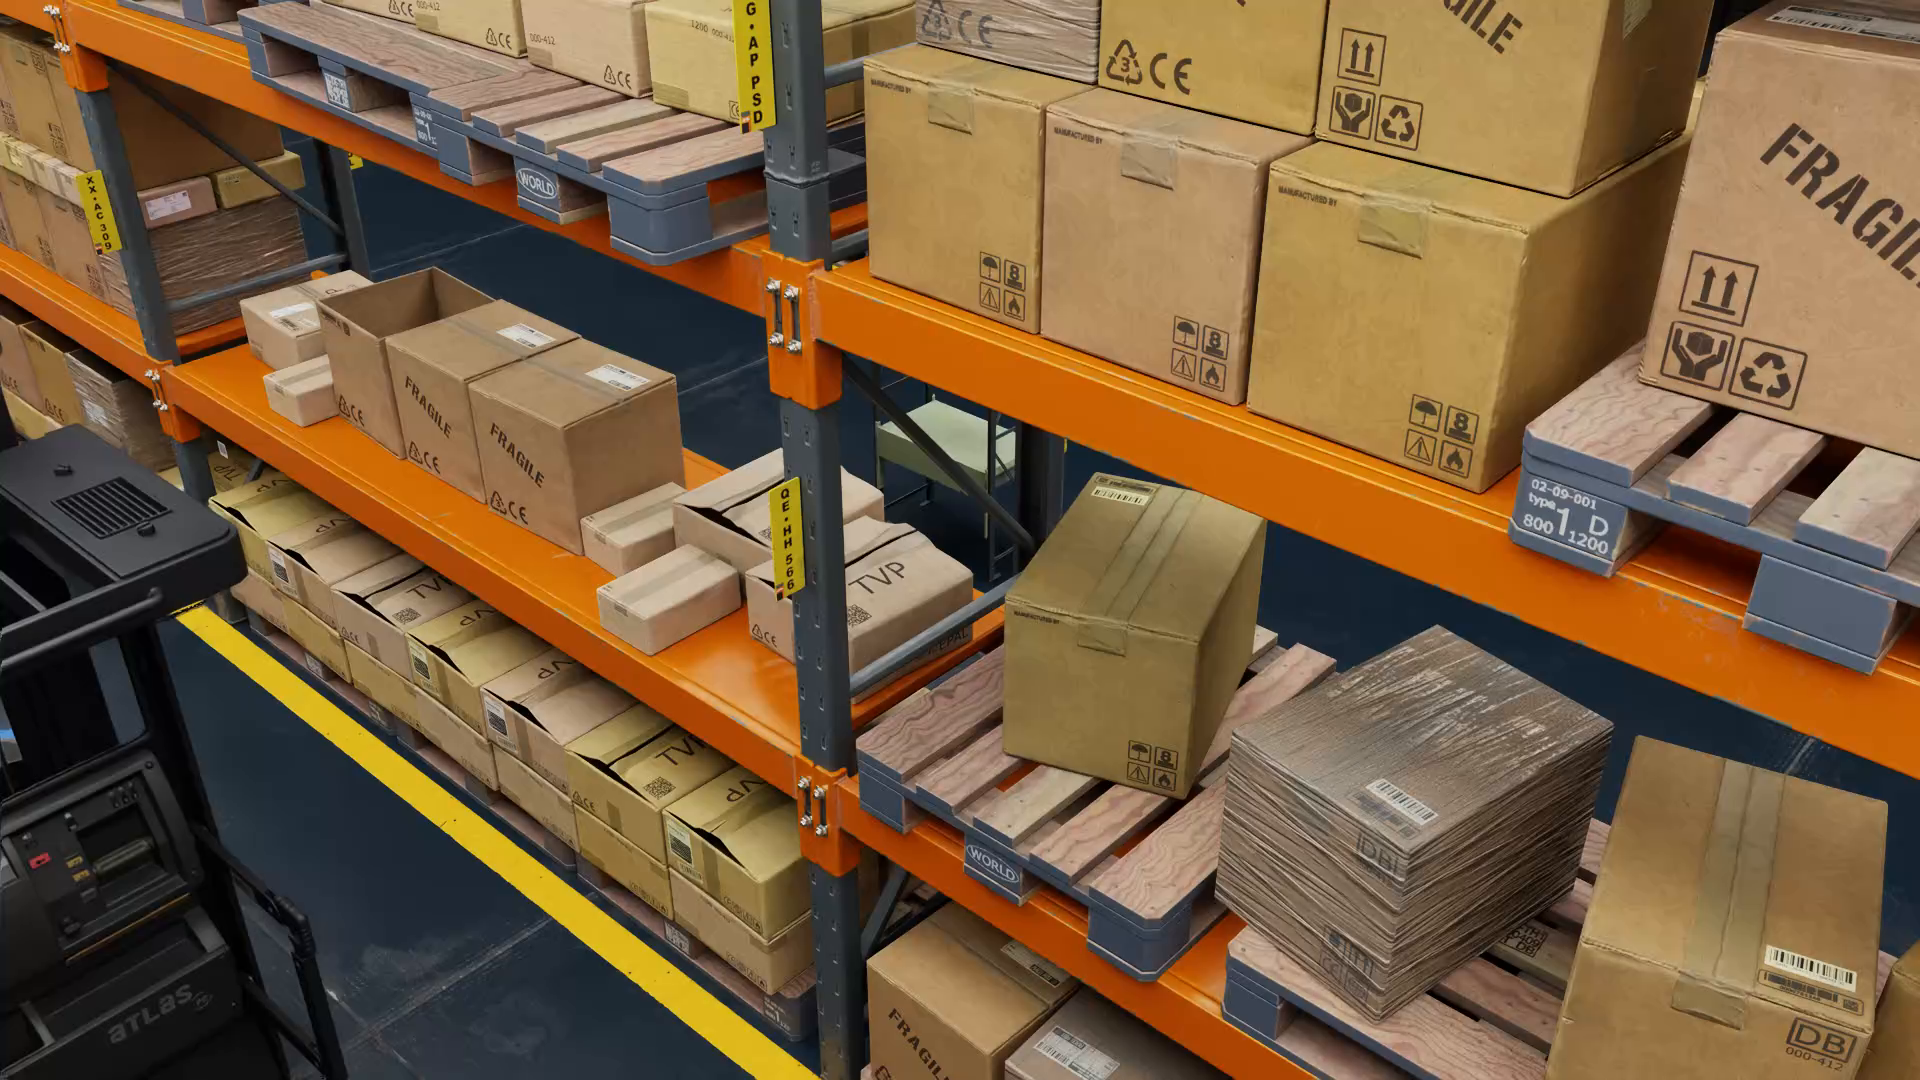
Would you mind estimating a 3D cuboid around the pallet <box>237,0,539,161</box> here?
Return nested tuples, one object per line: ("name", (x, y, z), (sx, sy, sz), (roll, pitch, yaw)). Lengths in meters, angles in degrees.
("pallet", (-1.462, -1.508, 5.122), (1.213, 0.211, 1.003), (27, 40, 37))

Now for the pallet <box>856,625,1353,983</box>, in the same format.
("pallet", (0.482, 0.573, 4.577), (1.003, 0.211, 1.213), (25, 39, 35))

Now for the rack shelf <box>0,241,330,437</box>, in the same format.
("rack shelf", (-4.516, -1.486, 8.507), (4.000, 0.370, 1.077), (25, 39, 35))

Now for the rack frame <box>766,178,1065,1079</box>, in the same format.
("rack frame", (-0.068, 0.283, 4.872), (0.127, 3.000, 1.000), (25, 39, 35))

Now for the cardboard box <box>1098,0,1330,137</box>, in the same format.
("cardboard box", (0.629, -1.144, 3.267), (0.500, 0.500, 0.500), (25, 39, 35))

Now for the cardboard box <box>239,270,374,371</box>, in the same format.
("cardboard box", (-2.639, -0.884, 6.955), (0.500, 0.250, 0.500), (-27, 40, -37))

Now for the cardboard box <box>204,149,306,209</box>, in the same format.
("cardboard box", (-3.103, -1.590, 7.256), (0.250, 0.149, 0.380), (25, 39, 35))

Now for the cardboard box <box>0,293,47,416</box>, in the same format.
("cardboard box", (-4.641, -1.018, 8.565), (0.500, 0.500, 0.500), (25, 39, 35))

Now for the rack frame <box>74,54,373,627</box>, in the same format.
("rack frame", (-3.034, -1.102, 7.172), (0.127, 3.000, 1.000), (25, 39, 35))

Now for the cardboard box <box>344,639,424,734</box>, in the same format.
("cardboard box", (-2.137, 0.486, 6.793), (0.500, 0.250, 0.500), (24, 38, 34))

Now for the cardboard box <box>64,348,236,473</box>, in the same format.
("cardboard box", (-3.887, -0.679, 8.002), (0.500, 0.500, 0.500), (25, 39, 35))

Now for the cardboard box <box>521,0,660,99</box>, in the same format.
("cardboard box", (-0.843, -1.428, 4.544), (0.500, 0.250, 0.500), (26, 40, 36))

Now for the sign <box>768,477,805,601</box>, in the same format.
("sign", (-0.438, 0.000, 4.219), (0.005, 0.325, 0.100), (25, 39, 35))

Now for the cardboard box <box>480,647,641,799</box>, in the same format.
("cardboard box", (-1.384, 0.600, 6.060), (0.500, 0.311, 0.500), (25, 39, 35))

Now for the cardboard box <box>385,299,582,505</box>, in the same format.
("cardboard box", (-1.713, -0.517, 6.103), (0.500, 0.500, 0.500), (25, 39, 35))

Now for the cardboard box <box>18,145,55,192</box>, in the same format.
("cardboard box", (-3.952, -1.701, 7.442), (0.250, 0.149, 0.380), (25, 39, 35))

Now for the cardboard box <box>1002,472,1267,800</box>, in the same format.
("cardboard box", (0.475, 0.235, 4.448), (0.500, 0.500, 0.700), (12, 33, 19))

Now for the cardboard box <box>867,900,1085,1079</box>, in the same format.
("cardboard box", (0.078, 1.432, 4.960), (0.500, 0.500, 0.500), (27, 40, 37))

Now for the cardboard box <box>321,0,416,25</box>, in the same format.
("cardboard box", (-1.657, -1.817, 5.190), (0.500, 0.250, 0.500), (21, 37, 31))

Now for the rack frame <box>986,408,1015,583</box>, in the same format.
("rack frame", (0.266, -0.518, 7.657), (0.023, 1.500, 0.400), (25, 39, 35))

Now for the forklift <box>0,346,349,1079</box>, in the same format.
("forklift", (-2.183, 0.916, 3.887), (3.031, 2.935, 1.130), (24, 39, 34))

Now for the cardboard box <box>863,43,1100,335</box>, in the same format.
("cardboard box", (0.278, -0.907, 3.843), (0.500, 0.500, 0.910), (25, 39, 35))

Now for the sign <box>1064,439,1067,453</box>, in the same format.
("sign", (0.289, -0.390, 4.944), (0.005, 0.325, 0.100), (25, 39, 35))

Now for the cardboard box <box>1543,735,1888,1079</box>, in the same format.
("cardboard box", (1.547, 0.856, 3.415), (0.500, 0.500, 0.700), (15, 34, 23))

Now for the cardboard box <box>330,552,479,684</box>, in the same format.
("cardboard box", (-2.142, 0.248, 6.644), (0.500, 0.311, 0.500), (24, 38, 34))

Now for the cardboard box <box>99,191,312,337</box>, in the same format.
("cardboard box", (-3.367, -1.296, 7.397), (0.500, 0.500, 0.700), (24, 38, 34))

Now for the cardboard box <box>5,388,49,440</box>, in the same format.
("cardboard box", (-4.640, -0.698, 8.759), (0.500, 0.250, 0.500), (25, 39, 35))

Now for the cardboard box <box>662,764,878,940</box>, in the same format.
("cardboard box", (-0.621, 0.953, 5.473), (0.500, 0.311, 0.500), (26, 40, 36))

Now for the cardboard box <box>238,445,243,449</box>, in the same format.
("cardboard box", (-3.541, -0.555, 8.522), (0.500, 0.250, 0.500), (25, 39, 35))

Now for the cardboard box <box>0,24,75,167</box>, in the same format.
("cardboard box", (-3.742, -2.026, 7.352), (0.500, 0.500, 0.700), (25, 39, 35))

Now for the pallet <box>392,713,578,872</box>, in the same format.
("pallet", (-1.552, 0.755, 6.791), (1.213, 0.211, 1.003), (25, 39, 35))

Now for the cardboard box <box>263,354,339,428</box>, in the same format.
("cardboard box", (-2.514, -0.609, 6.597), (0.250, 0.149, 0.380), (25, 39, 35))

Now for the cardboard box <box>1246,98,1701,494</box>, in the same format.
("cardboard box", (1.042, -0.551, 3.251), (0.500, 0.500, 0.910), (25, 39, 35))

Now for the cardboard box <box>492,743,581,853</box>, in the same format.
("cardboard box", (-1.377, 0.840, 6.206), (0.500, 0.250, 0.500), (26, 40, 36))

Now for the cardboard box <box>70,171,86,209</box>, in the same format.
("cardboard box", (-3.561, -1.521, 7.142), (0.250, 0.149, 0.380), (24, 39, 34))

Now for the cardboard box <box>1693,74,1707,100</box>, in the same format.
("cardboard box", (3.438, -1.847, 7.278), (0.500, 0.250, 0.500), (26, 40, 36))

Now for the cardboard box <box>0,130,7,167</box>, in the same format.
("cardboard box", (-4.319, -1.875, 7.730), (0.250, 0.149, 0.380), (26, 40, 36))

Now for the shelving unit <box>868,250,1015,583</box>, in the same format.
("shelving unit", (-0.005, -0.645, 7.867), (0.755, 1.500, 0.431), (25, 39, 35))

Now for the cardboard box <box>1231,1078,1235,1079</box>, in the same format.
("cardboard box", (0.838, 1.786, 4.371), (0.500, 0.500, 0.500), (24, 39, 34))

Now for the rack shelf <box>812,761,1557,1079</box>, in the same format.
("rack shelf", (1.415, 1.283, 3.908), (4.000, 0.370, 1.077), (25, 39, 35))

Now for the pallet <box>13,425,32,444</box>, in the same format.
("pallet", (-4.504, -0.621, 9.076), (1.213, 0.211, 1.003), (25, 39, 35))

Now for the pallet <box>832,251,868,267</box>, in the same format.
("pallet", (-0.234, -2.022, 11.403), (1.213, 0.211, 1.003), (25, 39, 35))

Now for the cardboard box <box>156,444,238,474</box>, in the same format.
("cardboard box", (-3.888, -0.357, 8.194), (0.500, 0.250, 0.500), (25, 39, 35))

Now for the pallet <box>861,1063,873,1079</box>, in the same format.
("pallet", (0.460, 1.750, 5.138), (1.213, 0.211, 1.003), (25, 39, 35))

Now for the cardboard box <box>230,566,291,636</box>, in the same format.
("cardboard box", (-2.901, 0.131, 7.383), (0.500, 0.250, 0.500), (24, 38, 34))

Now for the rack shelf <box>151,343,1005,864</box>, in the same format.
("rack shelf", (-1.551, -0.101, 6.207), (4.000, 0.370, 1.077), (25, 39, 35))

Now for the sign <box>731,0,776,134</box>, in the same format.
("sign", (-0.446, -1.048, 3.597), (0.005, 0.325, 0.100), (25, 39, 35))

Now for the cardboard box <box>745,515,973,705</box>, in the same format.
("cardboard box", (-0.308, 0.178, 5.132), (0.500, 0.311, 0.500), (-27, 40, -37))

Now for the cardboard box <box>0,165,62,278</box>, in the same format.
("cardboard box", (-4.132, -1.651, 7.987), (0.500, 0.500, 0.700), (26, 39, 36))

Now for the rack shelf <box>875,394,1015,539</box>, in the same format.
("rack shelf", (-0.005, -0.366, 8.035), (0.720, 0.370, 0.431), (25, 39, 35))

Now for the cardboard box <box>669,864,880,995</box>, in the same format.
("cardboard box", (-0.622, 1.192, 5.621), (0.500, 0.250, 0.500), (26, 40, 36))

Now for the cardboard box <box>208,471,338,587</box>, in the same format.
("cardboard box", (-2.894, -0.106, 7.232), (0.500, 0.311, 0.500), (25, 39, 35))

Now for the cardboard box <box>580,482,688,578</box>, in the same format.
("cardboard box", (-1.051, -0.030, 5.634), (0.380, 0.149, 0.250), (-26, 40, -36))
